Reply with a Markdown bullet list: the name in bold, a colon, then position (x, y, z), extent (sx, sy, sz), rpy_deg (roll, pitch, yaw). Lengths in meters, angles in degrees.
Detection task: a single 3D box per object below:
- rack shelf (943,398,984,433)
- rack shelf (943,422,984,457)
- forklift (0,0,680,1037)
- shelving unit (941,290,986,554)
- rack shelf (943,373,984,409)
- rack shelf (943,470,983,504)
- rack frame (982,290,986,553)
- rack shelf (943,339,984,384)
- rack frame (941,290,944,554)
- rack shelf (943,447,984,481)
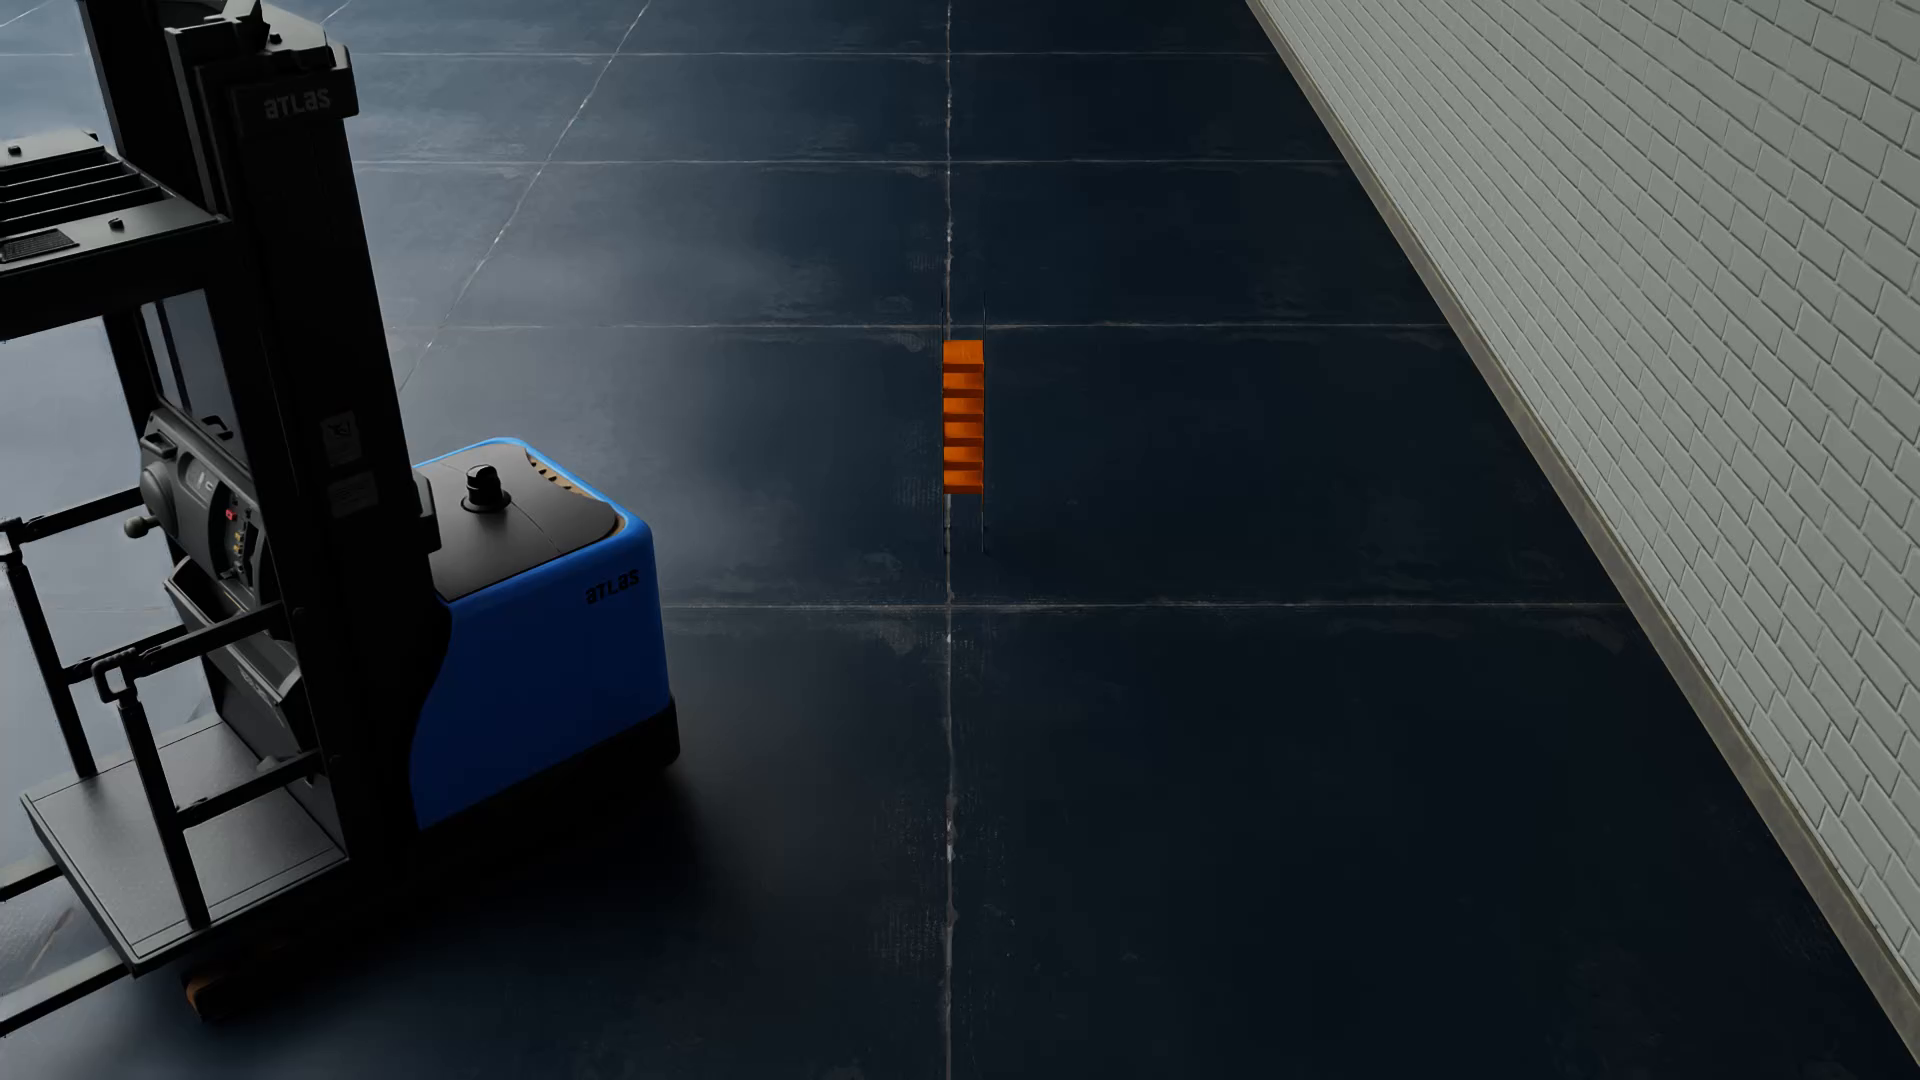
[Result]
- **rack shelf**: position (0.014, -0.578, 7.400), extent (0.180, 0.103, 0.258), rpy_deg (0, 31, 0)
- **rack shelf**: position (0.014, -0.475, 7.462), extent (0.180, 0.103, 0.258), rpy_deg (0, 31, 0)
- **forklift**: position (-2.482, -0.050, 5.006), extent (3.031, 2.935, 1.130), rpy_deg (-26, 40, -36)
- **shelving unit**: position (0.014, -0.513, 7.439), extent (0.189, 1.200, 0.258), rpy_deg (0, 31, 0)
- **rack shelf**: position (0.014, -0.680, 7.337), extent (0.180, 0.103, 0.258), rpy_deg (0, 31, 0)
- **rack shelf**: position (0.014, -0.270, 7.586), extent (0.180, 0.103, 0.258), rpy_deg (0, 31, 0)
- **rack frame**: position (0.106, -0.513, 7.439), extent (0.006, 1.200, 0.240), rpy_deg (0, 31, 0)
- **rack shelf**: position (0.014, -0.783, 7.275), extent (0.180, 0.103, 0.258), rpy_deg (0, 31, 0)
- **rack frame**: position (-0.077, -0.513, 7.438), extent (0.006, 1.200, 0.240), rpy_deg (0, 31, 0)
- **rack shelf**: position (0.014, -0.372, 7.524), extent (0.180, 0.103, 0.258), rpy_deg (0, 31, 0)
